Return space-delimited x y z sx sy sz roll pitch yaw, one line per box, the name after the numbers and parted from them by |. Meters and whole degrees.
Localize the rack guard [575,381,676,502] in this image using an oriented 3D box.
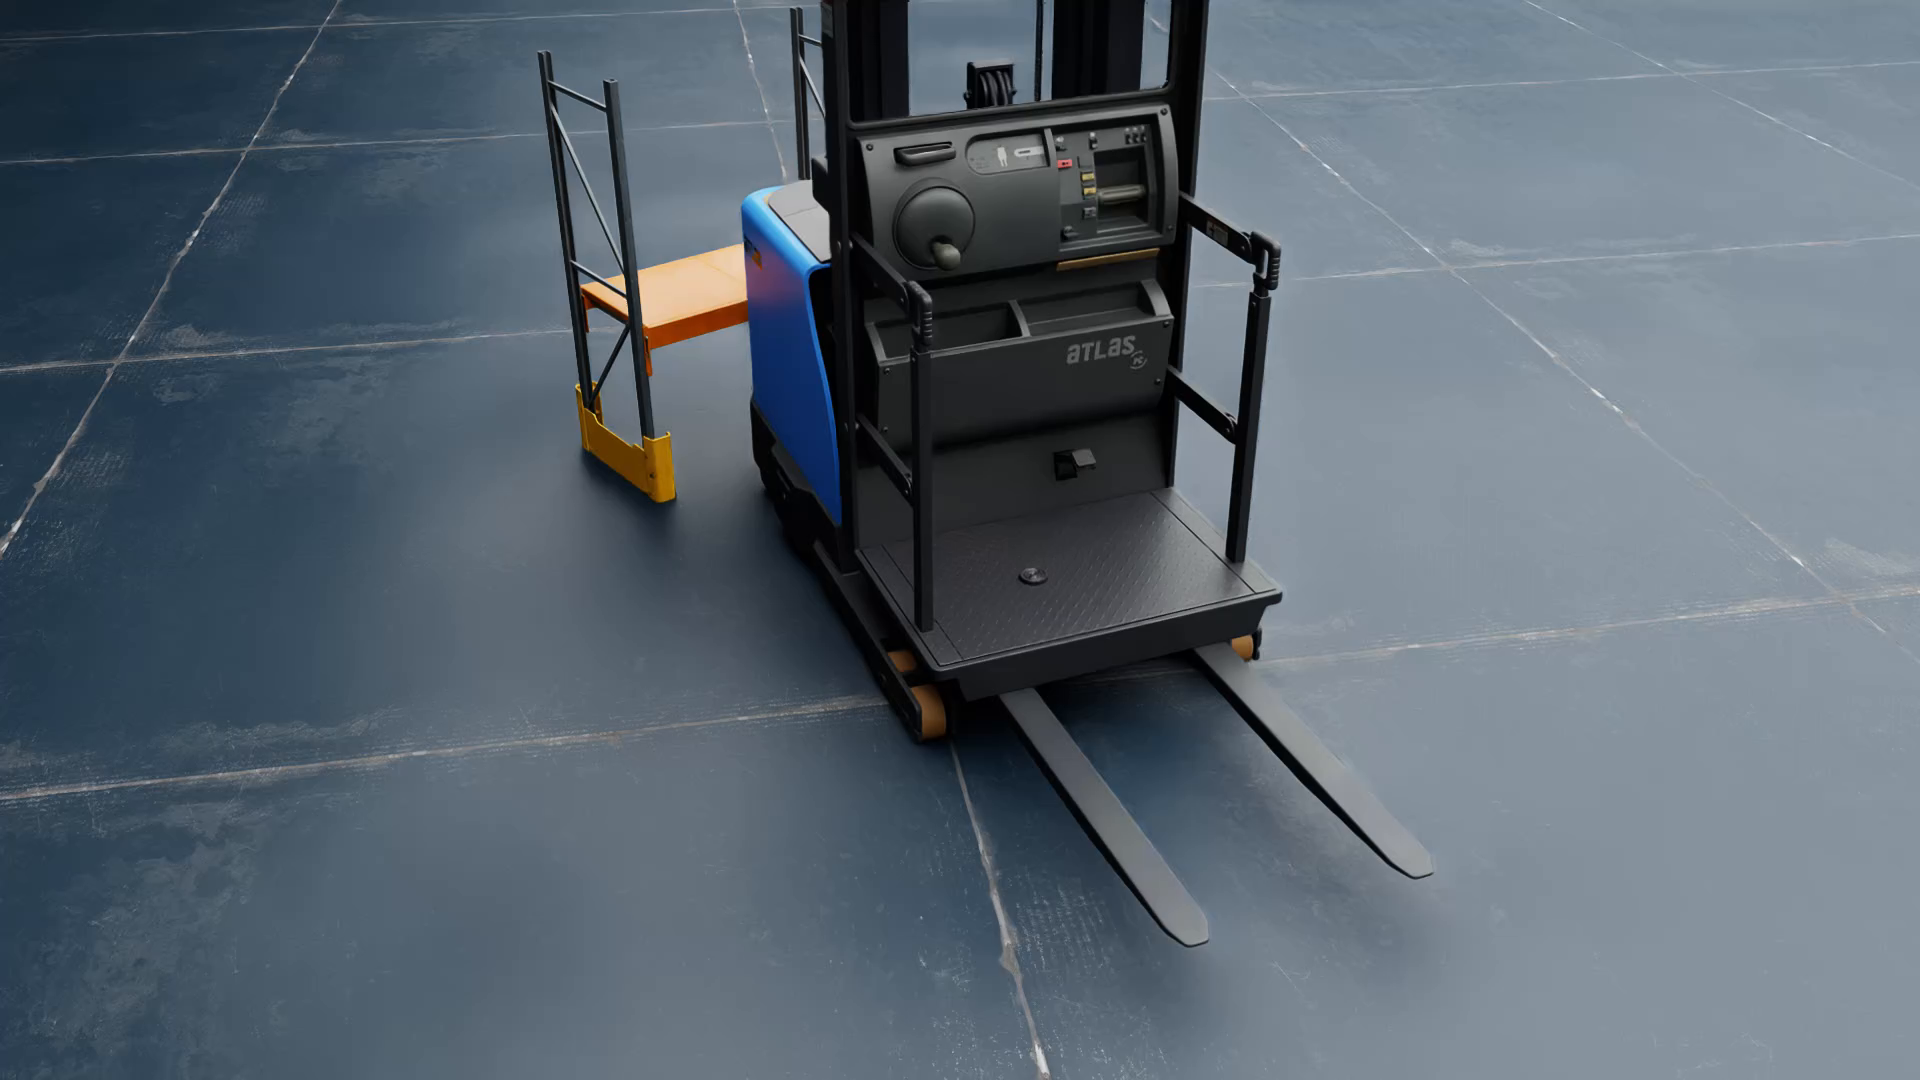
-1.236 -0.368 6.129 0.087 0.250 0.587 -22 37 -33 | rack guard

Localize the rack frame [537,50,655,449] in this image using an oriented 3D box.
-1.251 -0.900 5.802 0.032 1.500 0.500 -22 37 -33 | rack frame

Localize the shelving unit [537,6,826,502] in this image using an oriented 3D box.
-0.848 -1.065 6.082 1.083 1.500 0.587 -22 37 -33 | shelving unit

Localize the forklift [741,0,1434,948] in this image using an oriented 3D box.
0.259 -0.929 4.438 1.130 2.935 3.031 -11 32 -19 | forklift

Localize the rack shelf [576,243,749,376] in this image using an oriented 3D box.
-0.855 -0.907 6.168 1.000 0.185 0.538 -22 37 -33 | rack shelf

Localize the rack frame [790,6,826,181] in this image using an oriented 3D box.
-0.460 -1.224 6.352 0.032 1.500 0.500 -22 37 -33 | rack frame
